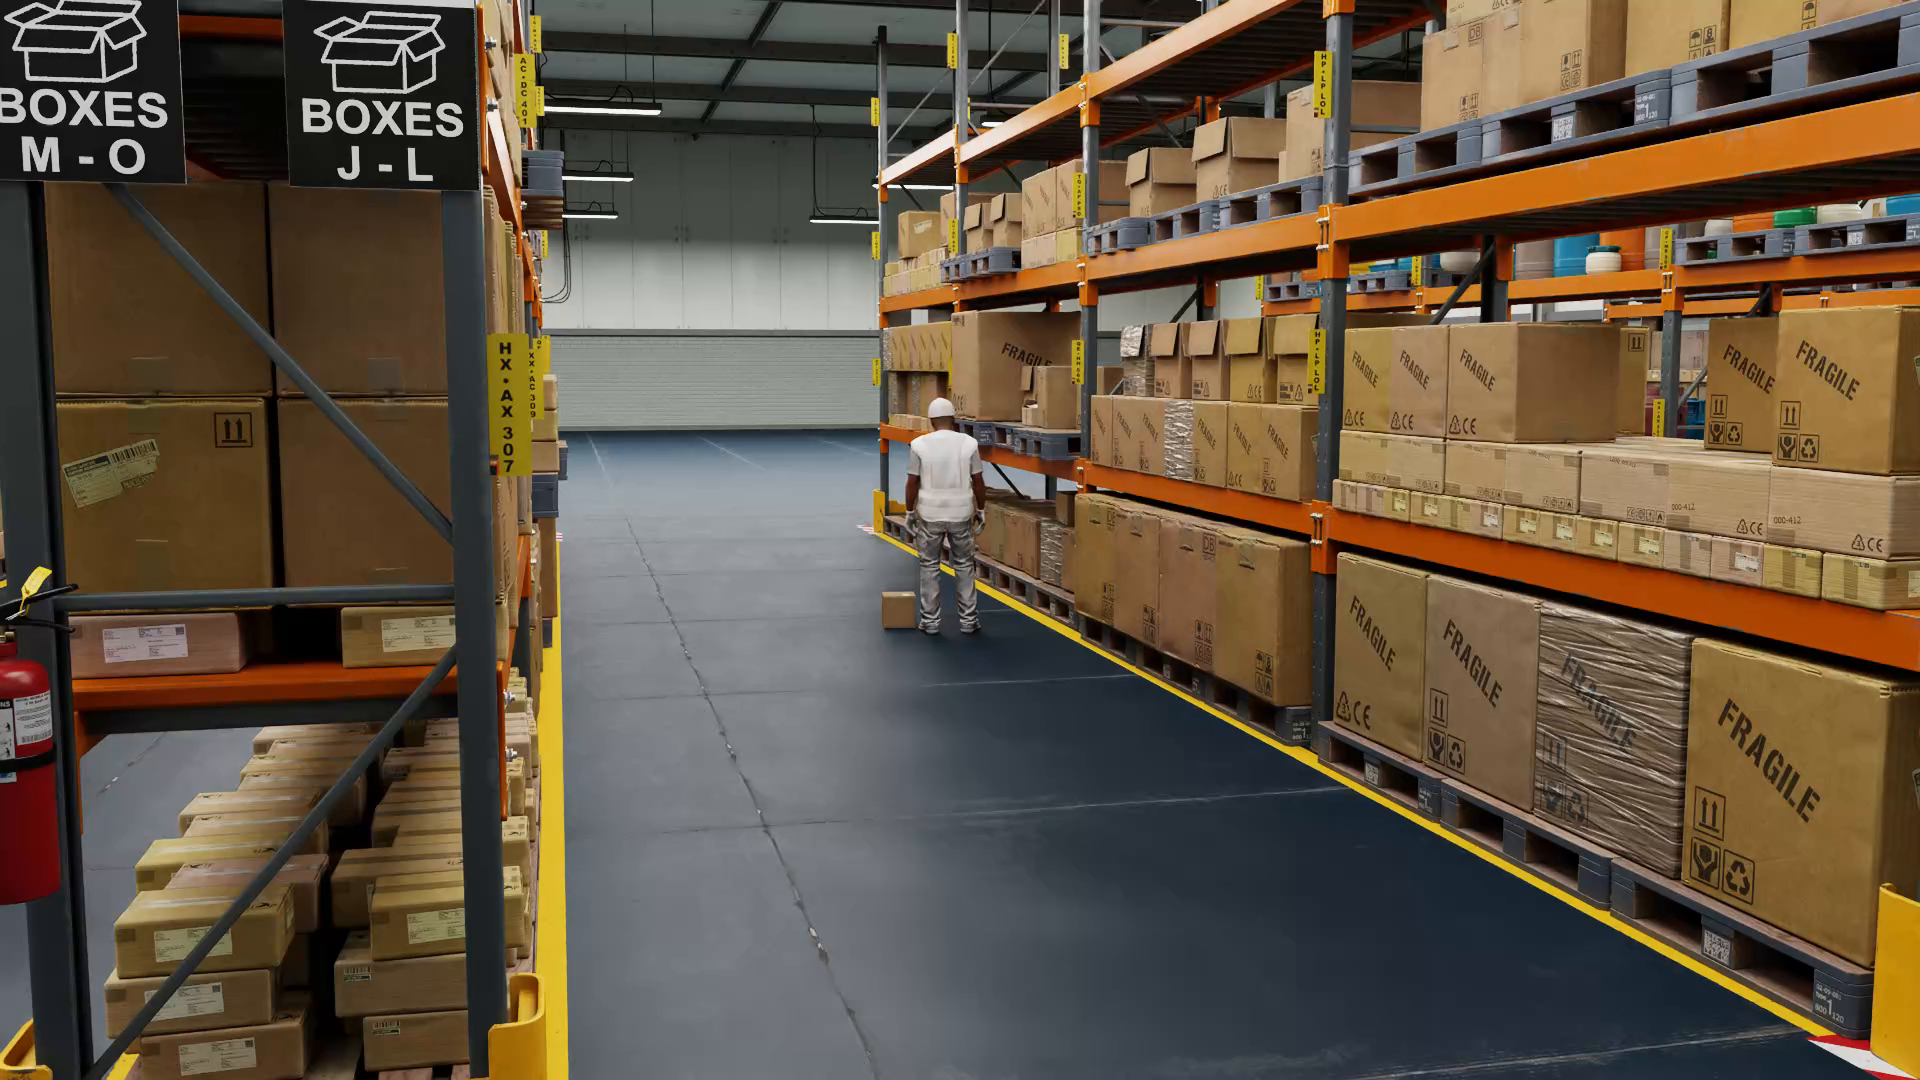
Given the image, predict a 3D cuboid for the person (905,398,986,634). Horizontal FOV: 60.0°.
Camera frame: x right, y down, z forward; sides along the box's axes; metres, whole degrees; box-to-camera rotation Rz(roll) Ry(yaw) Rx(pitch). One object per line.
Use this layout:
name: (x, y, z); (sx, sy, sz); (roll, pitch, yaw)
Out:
person: (-0.108, -0.184, 12.583); (0.614, 1.773, 0.449); (-1, 6, -5)
